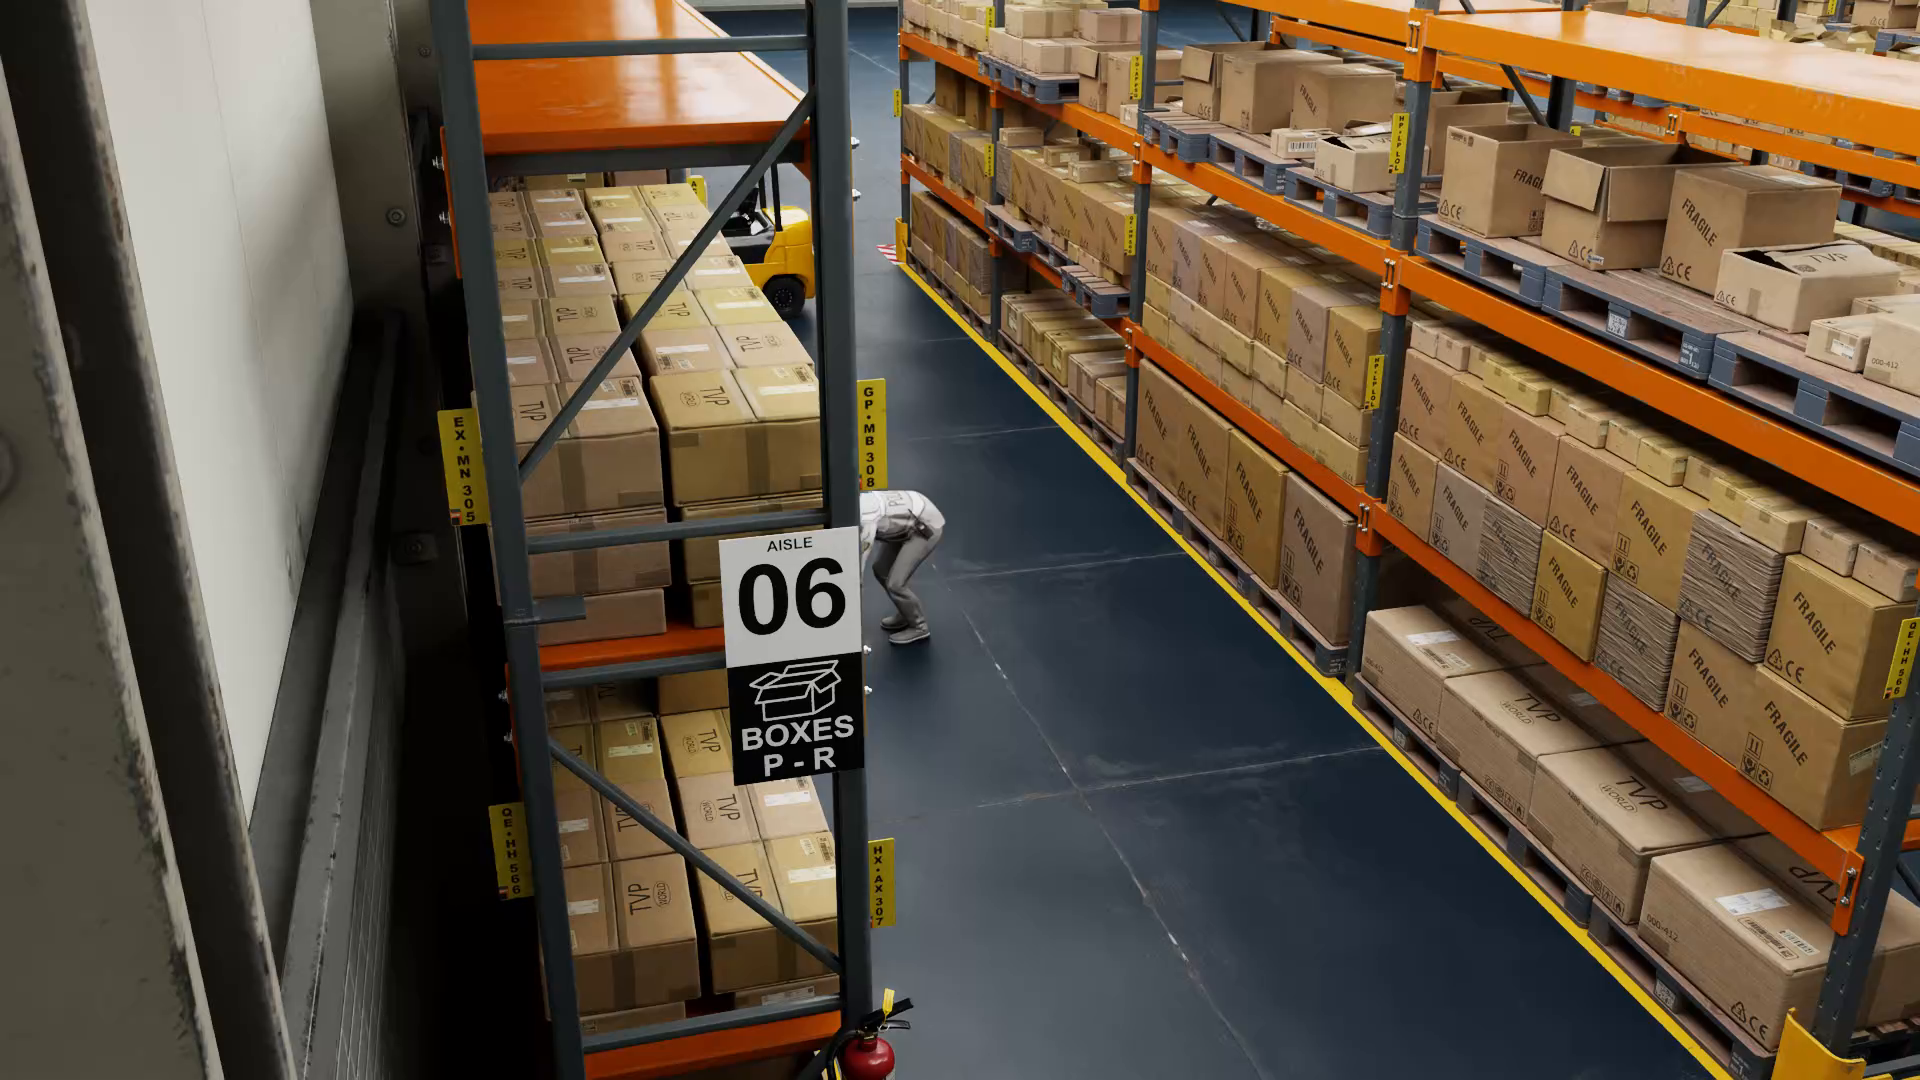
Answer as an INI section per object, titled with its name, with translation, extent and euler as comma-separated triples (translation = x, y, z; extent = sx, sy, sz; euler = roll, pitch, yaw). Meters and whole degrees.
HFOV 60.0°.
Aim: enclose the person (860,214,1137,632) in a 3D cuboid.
[person]
translation = 1.856, -1.675, 13.876
extent = 7.482, 2.202, 5.277
euler = -7, 24, -17
